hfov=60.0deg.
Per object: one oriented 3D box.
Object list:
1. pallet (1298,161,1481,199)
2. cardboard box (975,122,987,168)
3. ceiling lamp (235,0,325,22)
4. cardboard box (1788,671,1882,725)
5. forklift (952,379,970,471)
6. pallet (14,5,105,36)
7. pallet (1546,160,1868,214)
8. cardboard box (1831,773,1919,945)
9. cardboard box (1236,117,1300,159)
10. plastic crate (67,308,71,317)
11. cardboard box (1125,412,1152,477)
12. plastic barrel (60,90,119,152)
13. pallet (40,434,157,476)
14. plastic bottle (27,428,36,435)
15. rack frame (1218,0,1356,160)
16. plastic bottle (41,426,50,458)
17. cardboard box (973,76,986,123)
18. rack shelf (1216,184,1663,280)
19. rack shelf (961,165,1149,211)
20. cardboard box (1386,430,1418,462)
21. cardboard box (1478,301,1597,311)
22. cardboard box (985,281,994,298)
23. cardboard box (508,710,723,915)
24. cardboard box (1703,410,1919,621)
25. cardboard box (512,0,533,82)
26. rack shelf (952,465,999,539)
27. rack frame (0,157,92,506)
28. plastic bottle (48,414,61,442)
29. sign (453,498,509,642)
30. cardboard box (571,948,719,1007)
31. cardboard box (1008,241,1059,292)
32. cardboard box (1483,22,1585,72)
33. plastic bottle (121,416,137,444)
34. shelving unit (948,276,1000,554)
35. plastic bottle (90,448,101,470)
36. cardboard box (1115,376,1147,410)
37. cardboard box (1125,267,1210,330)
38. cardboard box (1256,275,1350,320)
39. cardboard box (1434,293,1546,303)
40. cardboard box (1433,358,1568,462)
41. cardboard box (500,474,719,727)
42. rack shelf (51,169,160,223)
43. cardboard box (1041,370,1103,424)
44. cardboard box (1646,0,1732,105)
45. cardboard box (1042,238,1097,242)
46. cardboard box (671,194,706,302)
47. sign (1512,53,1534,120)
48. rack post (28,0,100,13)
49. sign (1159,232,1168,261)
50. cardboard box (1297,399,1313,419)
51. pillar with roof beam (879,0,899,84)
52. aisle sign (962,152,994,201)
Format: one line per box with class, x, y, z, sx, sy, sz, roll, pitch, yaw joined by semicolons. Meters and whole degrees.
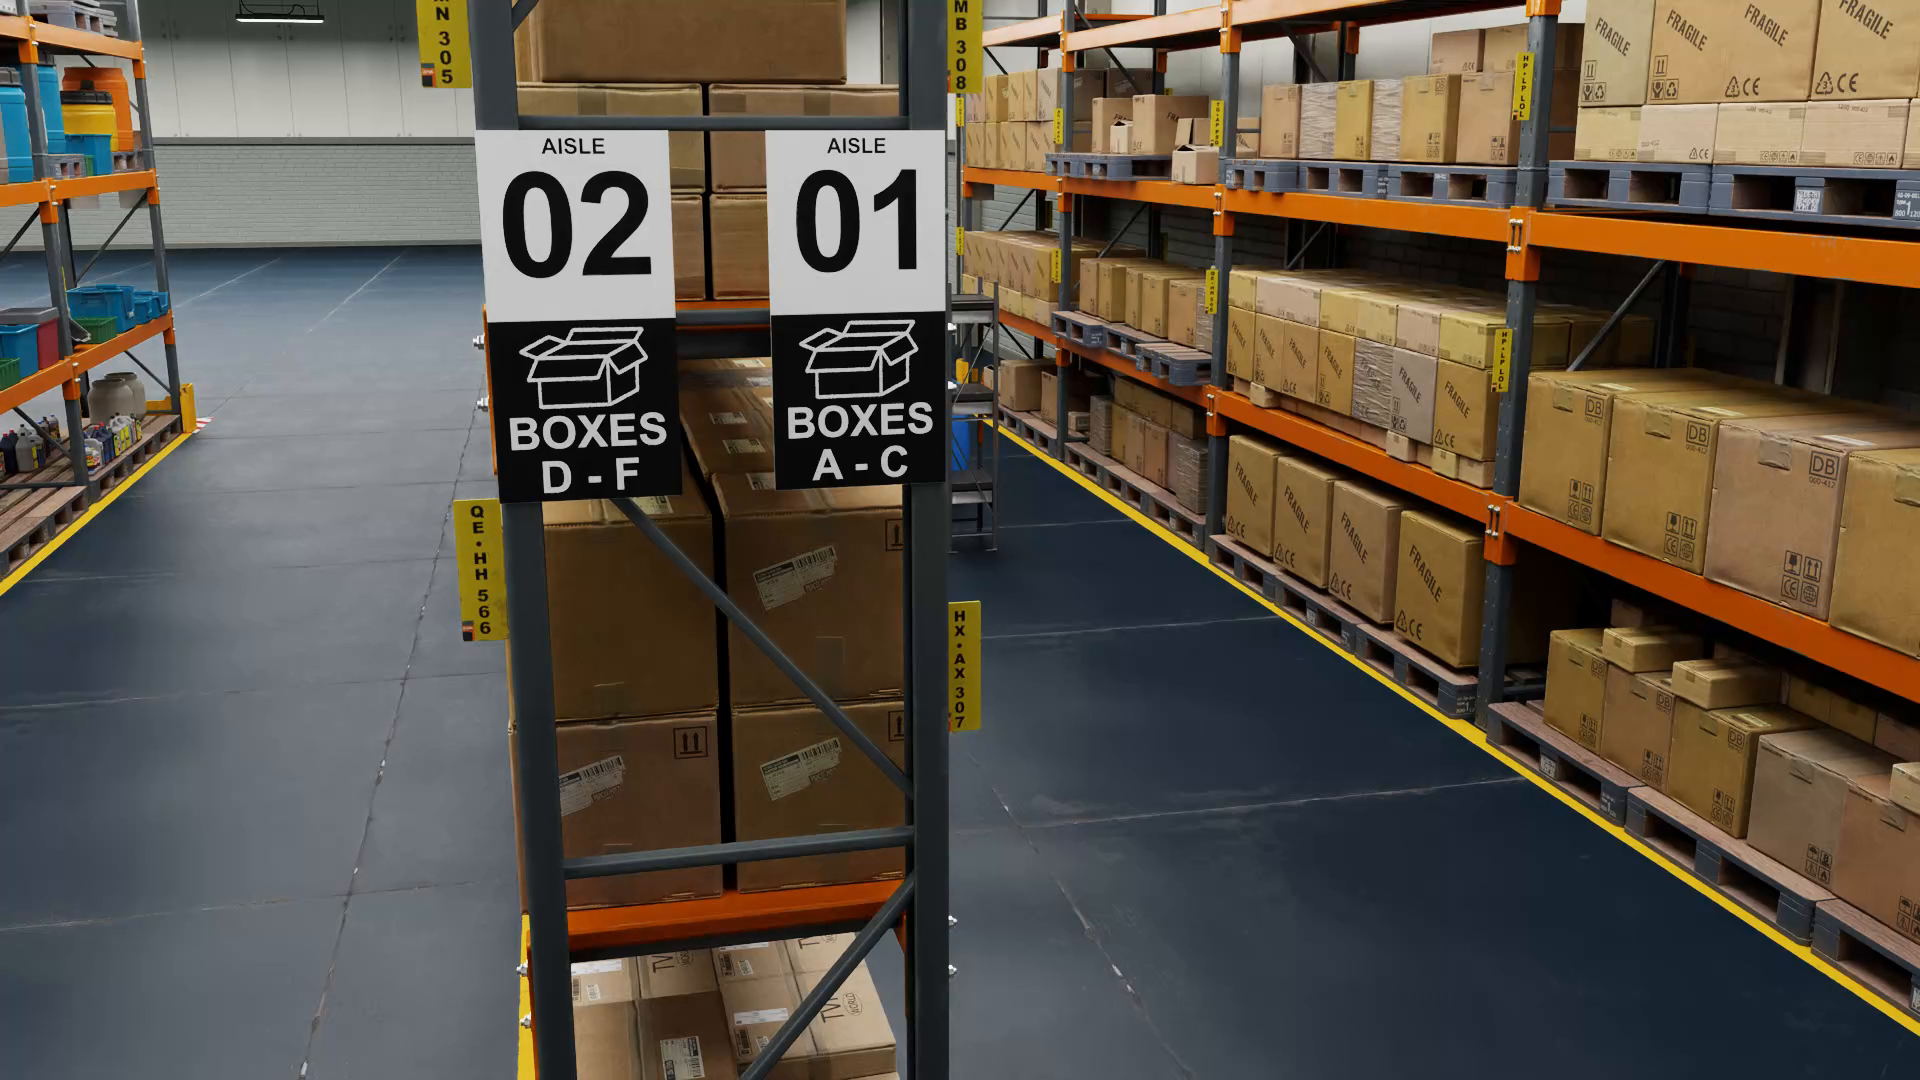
pallet;2.877;-2.326;10.706;1.003;0.211;1.213;-3;14;-11
cardboard box;0.457;-4.508;18.986;0.500;0.500;0.500;-2;14;-9
ceiling lamp;-16.559;-14.190;40.249;2.000;3.185;0.800;-3;14;-13
cardboard box;3.892;0.688;7.308;0.380;0.149;0.250;-4;14;-14
forklift;-0.867;-2.007;15.468;1.130;2.935;3.031;-5;15;-19
pallet;-8.671;-4.834;15.492;1.003;0.211;1.213;-3;14;-13
pallet;3.530;-1.666;7.793;1.003;0.211;1.213;-3;14;-13
cardboard box;3.909;1.220;6.494;0.700;0.500;0.500;-3;14;-13
cardboard box;2.463;-3.059;13.053;0.500;0.500;0.500;-3;14;-13
plastic crate;-9.202;-2.305;17.097;0.298;0.136;0.250;-3;14;-13
cardboard box;1.909;-0.881;15.053;0.700;0.500;0.500;-3;14;-13
plastic barrel;-8.709;-4.154;16.509;0.600;0.588;0.600;0;14;0
pallet;-8.568;-0.819;16.336;1.003;0.211;1.213;-3;14;-13
plastic bottle;-8.747;-0.914;15.661;0.152;0.276;0.135;-3;14;-12
rack frame;2.409;-4.278;11.979;1.000;3.000;0.127;-3;14;-13
plastic bottle;-8.644;-0.924;15.685;0.061;0.283;0.133;-3;14;-13
cardboard box;0.453;-4.990;18.851;0.500;0.500;0.500;-3;14;-14
rack shelf;2.879;-2.010;10.531;1.077;0.370;4.000;-3;14;-13
rack shelf;1.000;-3.856;18.086;1.077;0.370;4.000;-3;14;-13
cardboard box;2.775;-0.568;9.920;0.380;0.149;0.250;-3;14;-13
cardboard box;3.364;-1.249;9.761;0.500;0.250;0.500;-3;14;-13
cardboard box;0.586;-2.779;18.757;0.500;0.250;0.500;-4;14;-14
cardboard box;-0.896;0.622;4.352;0.500;0.500;0.500;-3;14;-11
cardboard box;3.807;-0.125;6.987;0.980;0.700;0.700;-4;14;-16
cardboard box;-1.211;-1.808;5.868;0.700;0.500;0.500;-3;14;-13
rack shelf;0.039;-0.289;13.191;0.431;0.518;0.480;-3;14;-13
rack frame;-8.160;-1.735;14.207;1.000;3.000;0.127;-3;14;-13
plastic bottle;-8.977;-1.110;16.473;0.097;0.271;0.097;0;14;0
sign;-1.071;0.069;3.720;0.100;0.325;0.005;-3;14;-13
cardboard box;-1.087;1.548;5.638;0.500;0.250;0.500;-3;14;-13
cardboard box;0.827;-2.912;17.718;0.500;0.500;0.500;-4;14;-15
cardboard box;3.269;-2.735;9.265;0.500;0.250;0.500;-2;14;-9
plastic bottle;-8.210;-1.089;16.377;0.152;0.276;0.135;-3;14;-13
shelving unit;0.039;-0.982;13.022;0.431;2.100;0.503;-3;14;-13
plastic bottle;-7.857;-0.734;15.080;0.097;0.201;0.097;0;14;0
cardboard box;1.765;-1.380;15.517;0.500;0.250;0.500;-4;14;-14
cardboard box;1.865;-2.150;14.771;0.700;0.500;0.500;-1;14;-5
cardboard box;2.392;-1.688;11.557;0.500;0.250;0.500;-3;14;-14
cardboard box;3.242;-1.365;10.234;0.500;0.250;0.500;-4;14;-15
cardboard box;2.995;-0.737;9.242;0.500;0.500;0.500;-4;14;-14
cardboard box;-0.898;0.137;4.230;0.500;0.500;0.500;-3;14;-14
rack shelf;-8.630;-3.304;15.825;1.077;0.370;4.000;-3;14;-13
cardboard box;1.187;-1.524;17.683;0.500;0.500;0.500;-4;14;-17
cardboard box;3.370;-2.144;7.204;0.500;0.500;0.500;-4;14;-14
cardboard box;1.200;-3.062;18.334;0.500;0.500;0.500;-3;14;-12
cardboard box;-0.903;-0.730;4.090;0.500;0.250;0.500;-3;14;-13
sign;2.823;-2.270;8.326;0.100;0.325;0.005;-3;14;-13
rack post;-8.614;-5.090;15.459;0.937;0.300;0.954;-4;14;-14
sign;2.008;-2.881;16.460;0.100;0.325;0.005;-3;14;-13
cardboard box;2.540;-0.928;11.392;0.380;0.149;0.250;-3;14;-12
pillar with roof beam;-5.467;-8.539;29.418;9.100;9.000;0.400;-3;14;-13
aisle sign;0.222;-4.472;19.936;0.394;0.787;0.004;-3;14;-13
